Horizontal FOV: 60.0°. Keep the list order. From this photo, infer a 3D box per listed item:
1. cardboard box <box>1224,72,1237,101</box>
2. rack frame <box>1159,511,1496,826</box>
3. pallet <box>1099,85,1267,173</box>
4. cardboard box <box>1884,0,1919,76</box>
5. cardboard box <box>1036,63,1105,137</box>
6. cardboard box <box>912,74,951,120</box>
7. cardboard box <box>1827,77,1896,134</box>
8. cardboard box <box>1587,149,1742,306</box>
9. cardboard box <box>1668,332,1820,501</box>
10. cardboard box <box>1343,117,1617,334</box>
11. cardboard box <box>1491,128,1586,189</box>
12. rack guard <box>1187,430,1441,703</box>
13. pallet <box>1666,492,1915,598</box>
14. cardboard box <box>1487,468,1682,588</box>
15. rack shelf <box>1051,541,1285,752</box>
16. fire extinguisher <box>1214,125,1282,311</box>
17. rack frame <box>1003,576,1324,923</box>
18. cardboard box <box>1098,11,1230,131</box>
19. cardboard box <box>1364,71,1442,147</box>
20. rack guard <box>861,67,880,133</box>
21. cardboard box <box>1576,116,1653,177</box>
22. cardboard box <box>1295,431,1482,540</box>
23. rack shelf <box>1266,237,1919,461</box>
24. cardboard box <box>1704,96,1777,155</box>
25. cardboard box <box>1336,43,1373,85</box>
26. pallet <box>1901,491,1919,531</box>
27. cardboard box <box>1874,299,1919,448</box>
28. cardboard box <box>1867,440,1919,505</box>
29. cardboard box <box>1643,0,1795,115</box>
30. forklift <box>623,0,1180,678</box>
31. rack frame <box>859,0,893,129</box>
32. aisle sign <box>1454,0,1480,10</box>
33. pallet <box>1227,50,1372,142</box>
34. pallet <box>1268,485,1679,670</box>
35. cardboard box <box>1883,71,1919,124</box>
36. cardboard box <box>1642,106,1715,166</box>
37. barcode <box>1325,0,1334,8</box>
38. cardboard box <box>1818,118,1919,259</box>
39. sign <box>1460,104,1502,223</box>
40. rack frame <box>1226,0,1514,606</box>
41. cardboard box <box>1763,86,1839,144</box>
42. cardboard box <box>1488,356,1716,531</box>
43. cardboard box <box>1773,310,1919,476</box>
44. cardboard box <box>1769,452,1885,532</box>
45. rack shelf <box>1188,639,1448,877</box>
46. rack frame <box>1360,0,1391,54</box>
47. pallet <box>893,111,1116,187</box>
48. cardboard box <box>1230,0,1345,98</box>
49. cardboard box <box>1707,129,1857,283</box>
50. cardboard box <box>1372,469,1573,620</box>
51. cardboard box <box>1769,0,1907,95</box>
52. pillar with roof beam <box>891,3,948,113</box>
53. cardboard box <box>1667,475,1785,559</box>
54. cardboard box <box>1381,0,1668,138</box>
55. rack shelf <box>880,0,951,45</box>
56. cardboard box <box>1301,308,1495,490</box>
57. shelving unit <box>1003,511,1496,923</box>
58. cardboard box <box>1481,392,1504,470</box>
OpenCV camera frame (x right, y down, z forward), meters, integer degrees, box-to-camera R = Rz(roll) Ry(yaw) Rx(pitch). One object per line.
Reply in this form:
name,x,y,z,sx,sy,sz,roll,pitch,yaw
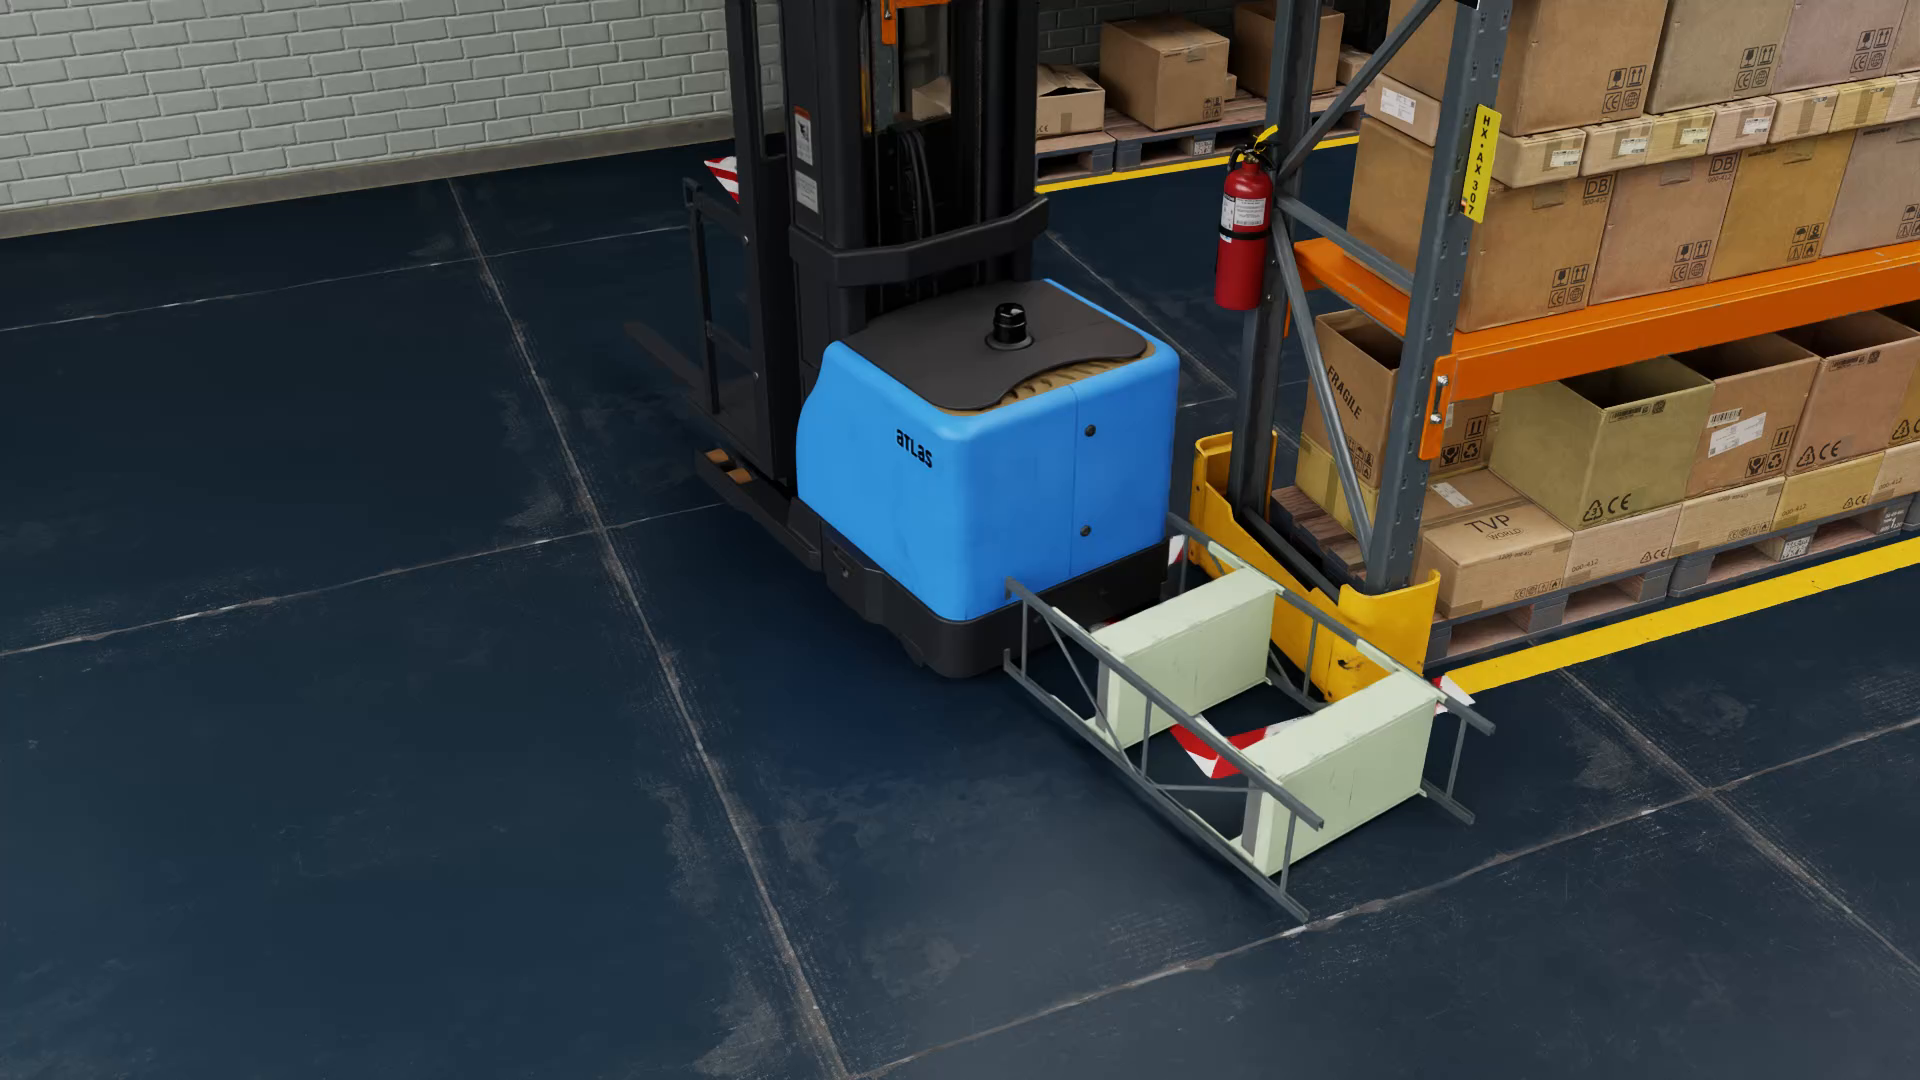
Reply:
cardboard box,1.576,-2.965,10.767,0.250,0.149,0.380,-16,36,-23
rack frame,1.195,0.400,5.685,0.023,0.400,1.500,-21,38,-29
pallet,1.327,-2.715,10.729,1.213,0.211,1.003,-13,35,-19
cardboard box,3.185,-1.984,5.767,0.500,0.500,0.700,-13,35,-19
cardboard box,0.569,-2.737,10.268,0.500,0.311,0.500,-10,34,-15
cardboard box,0.044,-2.617,10.083,0.500,0.311,0.500,-17,37,-24
cardboard box,2.924,-1.530,5.664,0.250,0.149,0.380,-13,35,-20
cardboard box,2.210,-1.216,5.776,0.500,0.500,0.700,-12,35,-18
cardboard box,2.789,-0.526,6.257,0.500,0.500,0.500,-13,35,-19
cardboard box,1.727,-1.102,5.602,0.500,0.500,0.700,-13,35,-19
cardboard box,1.737,-1.257,5.245,0.250,0.149,0.380,-13,35,-19
rack guard,1.270,0.084,6.162,0.348,0.500,1.175,-13,35,-19
pallet,3.104,-0.238,6.922,1.213,0.211,1.003,-13,35,-19
cardboard box,2.332,-0.101,6.290,0.500,0.250,0.500,-13,35,-19
rack shelf,0.708,0.369,5.733,0.720,0.431,0.370,-21,38,-29
fire extinguisher,1.003,-1.145,5.830,0.183,0.674,0.296,-13,35,-19
rack frame,0.595,0.629,5.333,0.023,0.400,1.500,-21,38,-29
cardboard box,1.265,-2.946,10.416,0.500,0.500,0.700,-15,36,-22
cardboard box,1.570,-1.459,5.555,0.250,0.149,0.380,-13,35,-20
rack guard,-0.559,-2.427,10.021,0.348,0.500,1.175,-13,35,-19
cardboard box,1.979,-1.314,5.332,0.250,0.149,0.380,-14,36,-20
cardboard box,1.672,-0.254,6.526,0.500,0.250,0.500,-13,35,-19
rack shelf,3.136,-1.089,6.333,4.000,0.370,1.077,-13,35,-19
cardboard box,2.443,-1.418,5.492,0.250,0.149,0.380,-13,35,-20
cardboard box,2.577,-3.172,11.069,0.250,0.166,0.380,-18,37,-25
pallet,4.231,-0.497,7.321,1.213,0.211,1.003,-13,35,-19
cardboard box,3.712,-0.736,6.579,0.500,0.500,0.500,-13,35,-19
cardboard box,3.717,-0.415,6.774,0.500,0.250,0.500,-13,35,-19
cardboard box,2.259,-1.771,5.440,0.500,0.500,0.700,-14,36,-20
forklift,-0.467,-1.497,6.363,1.130,2.935,3.031,-21,38,-29
rack frame,-0.629,-3.459,9.315,0.127,3.000,1.000,-13,35,-19
aisle sign,1.350,-1.890,4.521,0.004,0.787,0.394,-13,35,-19
pallet,2.453,-2.975,11.128,1.213,0.211,1.003,-13,35,-19
pallet,1.981,0.018,6.529,1.213,0.211,1.003,-13,35,-19
cardboard box,3.155,-1.581,5.743,0.250,0.149,0.380,-13,35,-18
cardboard box,2.210,-1.366,5.412,0.250,0.149,0.380,-13,35,-19
barcode,2.468,-3.581,11.098,0.075,0.075,0.001,-13,35,-19
cardboard box,3.154,-1.431,6.107,0.500,0.500,0.700,-12,35,-18
sign,1.501,-1.084,4.799,0.005,0.325,0.100,-13,35,-19
rack frame,1.292,-0.968,5.488,0.127,3.000,1.000,-13,35,-19
cardboard box,2.688,-1.476,5.581,0.250,0.149,0.380,-14,36,-21
cardboard box,2.333,-0.414,6.085,0.500,0.500,0.500,-13,35,-19
cardboard box,3.257,-0.623,6.406,0.500,0.500,0.500,-13,35,-19
cardboard box,3.256,-0.309,6.611,0.500,0.250,0.500,-13,35,-19
rack shelf,1.118,0.689,5.241,0.720,0.431,0.370,-21,38,-29
rack frame,3.059,-4.303,10.613,0.127,3.000,1.000,-13,35,-19
pallet,0.204,-2.460,10.337,1.213,0.211,1.003,-13,35,-19
cardboard box,2.117,-3.201,10.807,0.500,0.500,0.500,-16,36,-22
cardboard box,2.670,-1.318,5.933,0.500,0.500,0.700,-13,35,-19
cardboard box,1.872,0.007,6.125,0.500,0.250,0.500,-13,35,-19
cardboard box,2.723,-1.878,5.605,0.500,0.500,0.700,-13,35,-19
pillar with roof beam,1.348,-4.391,5.248,0.400,9.000,9.100,-13,35,-19
cardboard box,2.793,-0.206,6.452,0.500,0.250,0.500,-13,35,-19
cardboard box,1.776,-1.657,5.266,0.500,0.500,0.700,-13,35,-19
rack shelf,1.215,-3.579,10.160,4.000,0.370,1.077,-13,35,-19
cardboard box,1.671,-0.569,6.323,0.500,0.500,0.500,-13,35,-19
shelving unit,0.895,0.515,5.509,0.755,0.431,1.500,-21,38,-29
cardboard box,2.128,-0.365,6.697,0.500,0.250,0.500,-13,35,-19
